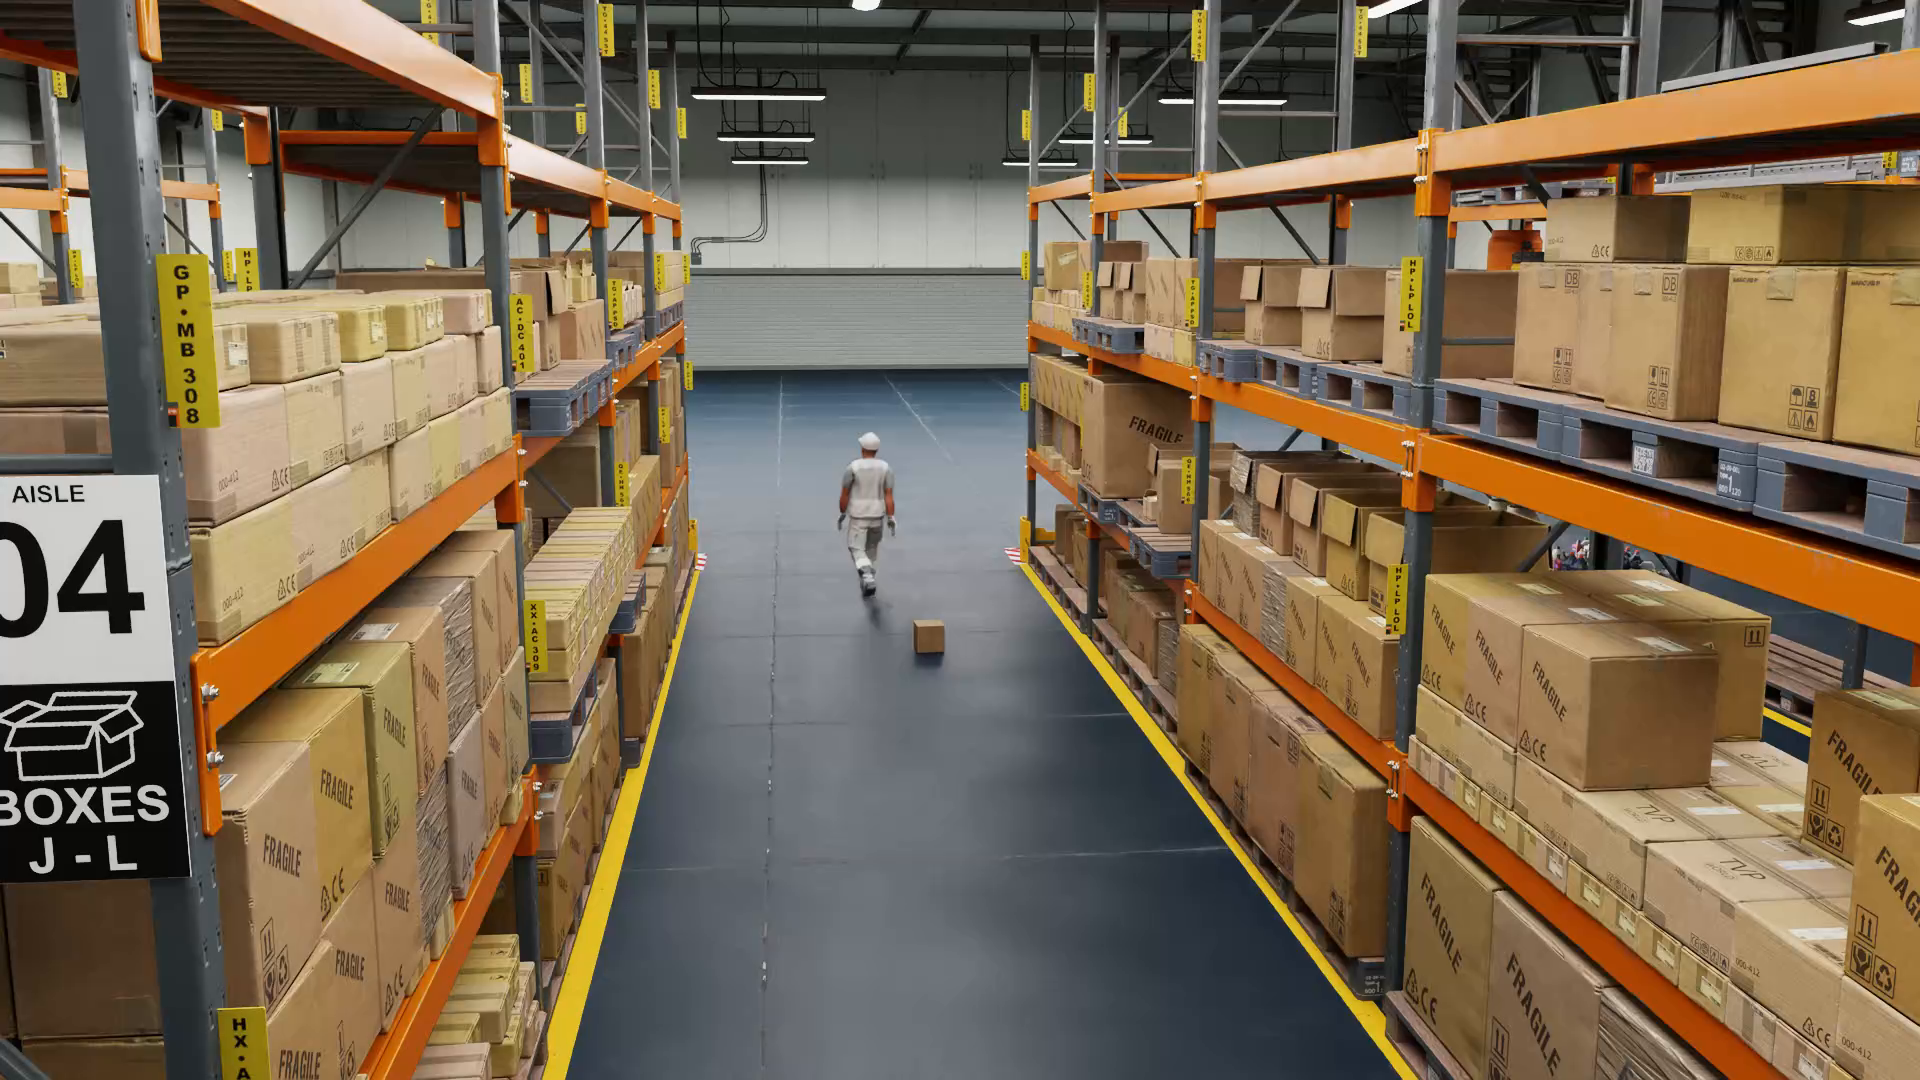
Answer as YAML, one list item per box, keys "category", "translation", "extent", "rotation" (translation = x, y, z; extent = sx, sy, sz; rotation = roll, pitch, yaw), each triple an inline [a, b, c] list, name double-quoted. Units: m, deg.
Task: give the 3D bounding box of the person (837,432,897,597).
- category: "person"
  translation: [-0.968, -0.249, 17.272]
  extent: [0.582, 1.746, 1.002]
  rotation: [-4, 10, -20]
